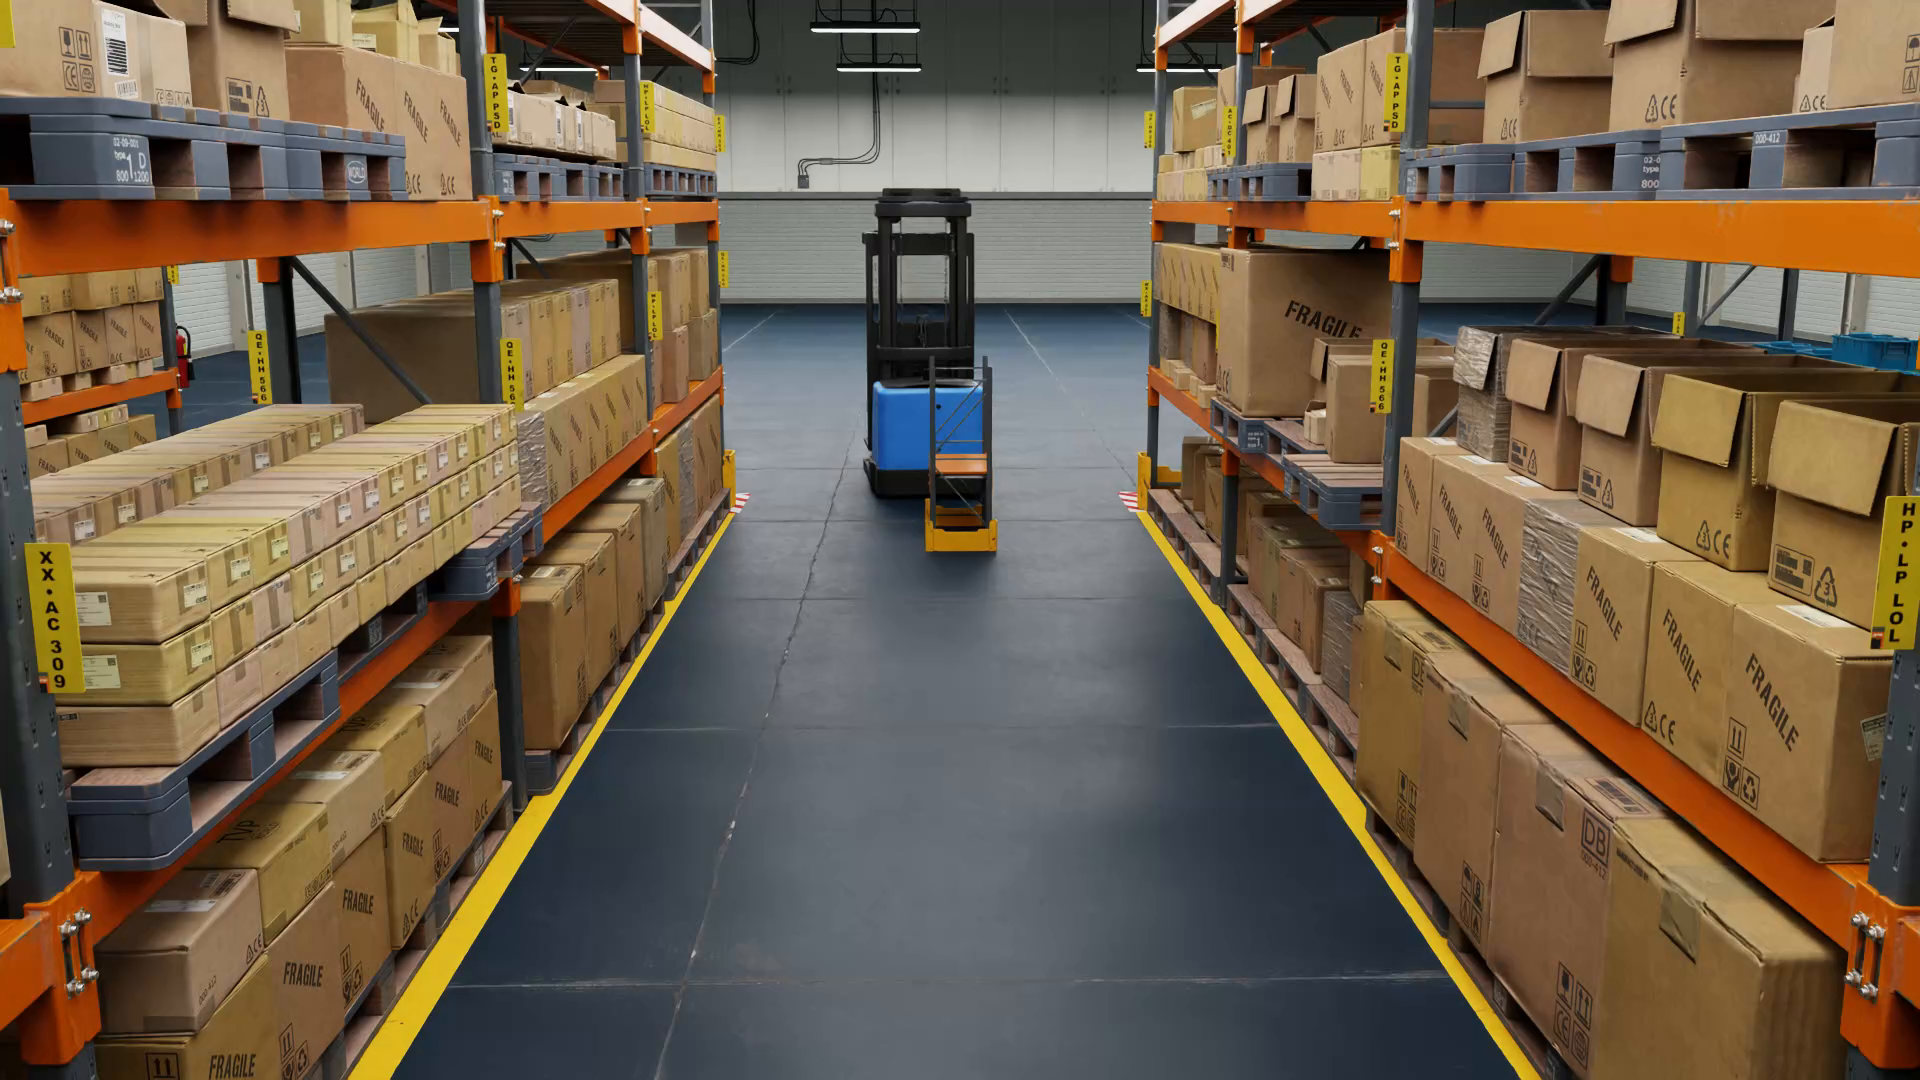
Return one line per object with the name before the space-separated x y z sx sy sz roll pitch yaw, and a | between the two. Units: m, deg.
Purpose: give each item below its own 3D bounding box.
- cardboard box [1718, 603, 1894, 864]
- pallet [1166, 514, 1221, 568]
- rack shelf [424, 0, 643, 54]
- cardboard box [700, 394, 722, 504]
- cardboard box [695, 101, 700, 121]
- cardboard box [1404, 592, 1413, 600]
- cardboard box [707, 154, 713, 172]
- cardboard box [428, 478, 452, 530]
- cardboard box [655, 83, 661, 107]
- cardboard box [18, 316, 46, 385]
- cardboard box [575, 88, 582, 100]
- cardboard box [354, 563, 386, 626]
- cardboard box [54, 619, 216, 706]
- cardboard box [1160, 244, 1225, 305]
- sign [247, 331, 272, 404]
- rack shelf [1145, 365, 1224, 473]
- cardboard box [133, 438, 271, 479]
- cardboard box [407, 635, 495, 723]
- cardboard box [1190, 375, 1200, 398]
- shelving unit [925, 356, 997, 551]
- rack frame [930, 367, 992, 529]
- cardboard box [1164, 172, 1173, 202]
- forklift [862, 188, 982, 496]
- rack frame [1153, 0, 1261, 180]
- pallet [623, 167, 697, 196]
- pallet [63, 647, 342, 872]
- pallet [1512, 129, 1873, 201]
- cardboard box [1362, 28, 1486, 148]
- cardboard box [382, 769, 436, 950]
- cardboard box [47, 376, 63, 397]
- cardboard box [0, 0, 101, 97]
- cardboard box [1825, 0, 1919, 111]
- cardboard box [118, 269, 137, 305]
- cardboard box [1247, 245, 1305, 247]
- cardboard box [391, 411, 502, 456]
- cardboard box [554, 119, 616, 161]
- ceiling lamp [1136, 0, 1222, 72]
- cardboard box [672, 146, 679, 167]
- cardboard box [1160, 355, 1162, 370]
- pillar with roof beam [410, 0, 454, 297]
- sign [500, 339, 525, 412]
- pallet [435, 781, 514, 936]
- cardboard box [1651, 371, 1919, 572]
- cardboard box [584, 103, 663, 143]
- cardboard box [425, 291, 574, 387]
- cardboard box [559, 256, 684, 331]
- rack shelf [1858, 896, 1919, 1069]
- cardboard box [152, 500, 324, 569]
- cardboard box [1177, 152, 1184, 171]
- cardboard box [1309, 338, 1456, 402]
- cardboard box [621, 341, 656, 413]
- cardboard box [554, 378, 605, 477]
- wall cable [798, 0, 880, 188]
cardboard box | 2.218 0.453 4.029 0.500 0.500 0.500 0 11 -1
pallet | 2.258 -0.006 13.558 1.003 0.211 1.213 0 11 -1
rack shelf | -2.584 -2.990 8.979 1.077 0.370 4.000 0 11 -1
cardboard box | -2.628 -0.821 14.849 0.875 0.875 0.875 0 11 -1
cardboard box | -2.342 -3.516 13.621 0.380 0.149 0.250 0 11 -1
cardboard box | 2.375 0.308 8.292 0.500 0.250 0.500 0 11 1
cardboard box | -2.358 -3.278 14.452 0.380 0.149 0.250 0 11 -1
cardboard box | -2.054 -0.128 5.975 0.380 0.149 0.250 0 11 -2
cardboard box | -2.299 -3.113 11.633 0.380 0.149 0.250 0 11 -2
cardboard box | -7.334 -1.438 12.605 0.500 0.500 0.500 0 11 -2
cardboard box | -2.966 -3.210 12.110 0.380 0.149 0.250 0 11 0
cardboard box | -2.041 0.172 5.243 0.380 0.149 0.250 0 11 -2
cardboard box | -2.008 0.286 3.934 0.380 0.149 0.250 0 11 0
cardboard box | 1.995 -2.266 14.171 0.500 0.500 0.500 0 11 -1
sign | -3.097 -0.765 7.375 0.100 0.325 0.005 0 11 -1
rack shelf | 2.294 -1.041 13.456 1.077 0.370 4.000 0 11 -1
cardboard box | -2.706 -0.274 5.943 0.380 0.149 0.250 0 11 1
cardboard box | -2.266 0.586 6.972 0.500 0.250 0.500 -1 11 -2
cardboard box | 2.021 -1.213 13.125 0.380 0.149 0.250 0 11 -1
shelving unit | -0.002 -0.750 13.985 0.587 1.500 1.083 0 11 -1
rack frame | 0.009 -0.651 13.495 0.500 1.500 0.032 0 11 -1
cardboard box | 2.021 -2.988 14.078 0.500 0.250 0.500 0 11 -2
forklift | -0.428 -2.101 17.045 1.130 2.935 3.031 -1 12 -6
rack frame | 2.253 -4.731 14.748 1.000 3.000 0.127 0 11 -1
pallet | -2.654 -2.827 13.128 1.003 0.211 1.213 0 11 -1
pallet | -2.330 0.536 4.356 1.003 0.211 1.213 0 11 -1
pallet | 2.511 -1.228 5.501 1.003 0.211 1.213 0 11 1
cardboard box | 2.158 -2.059 7.610 0.500 0.500 0.500 0 11 0
cardboard box | -2.233 1.157 6.045 0.500 0.500 0.500 -1 11 -4
cardboard box | -7.308 -1.201 13.064 0.380 0.149 0.250 0 11 -1
cardboard box | -2.358 -1.206 3.608 0.700 0.500 0.500 0 11 -1
cardboard box | 2.479 -1.246 3.804 0.700 0.500 0.500 0 11 0
cardboard box | -7.423 -2.234 14.012 0.700 0.500 0.500 0 11 -1
cardboard box | 2.535 -2.169 13.692 0.500 0.500 0.500 0 11 -1
cardboard box | -2.071 -0.430 6.711 0.380 0.149 0.250 0 11 -2
cardboard box | -2.451 -2.507 10.400 0.500 0.250 0.500 0 11 -1
ceiling lamp | 5.151 -12.662 39.159 2.000 3.185 0.800 0 11 -1
cardboard box | -2.316 -2.874 12.459 0.380 0.149 0.250 0 11 -2
cardboard box | 2.021 -1.611 15.085 0.380 0.149 0.250 0 11 -1
pillar with roof beam | -9.820 -10.509 43.224 9.100 9.000 0.548 0 11 -1
sign | -2.000 -0.733 7.417 0.100 0.325 0.005 0 11 -1
pallet | -2.528 1.321 7.016 1.003 0.211 1.213 0 11 -1
cardboard box | 2.477 -0.210 4.775 0.797 0.503 0.637 0 11 -1
cardboard box | -2.355 -2.891 11.544 0.500 0.250 0.500 0 11 -1
cardboard box | -2.577 -1.133 9.334 0.700 0.500 0.500 0 11 -2
cardboard box | -2.600 -1.889 12.732 0.875 0.550 0.550 0 11 -1
rack shelf | 2.542 1.344 1.698 1.077 0.370 4.000 0 11 -1
cardboard box | -2.026 -0.016 4.673 0.380 0.149 0.250 0 11 -2
cardboard box | 2.000 -3.123 13.739 0.380 0.149 0.250 0 11 -1
cardboard box | 2.464 -0.908 9.676 0.797 0.503 0.637 1 12 5
cardboard box | -2.645 -1.143 11.770 0.875 0.550 0.550 0 11 -1
cardboard box | -2.313 -0.640 9.420 0.500 0.500 0.500 0 11 -2
wall cable | -3.371 -12.784 45.889 2.305 6.003 0.169 0 11 -1
